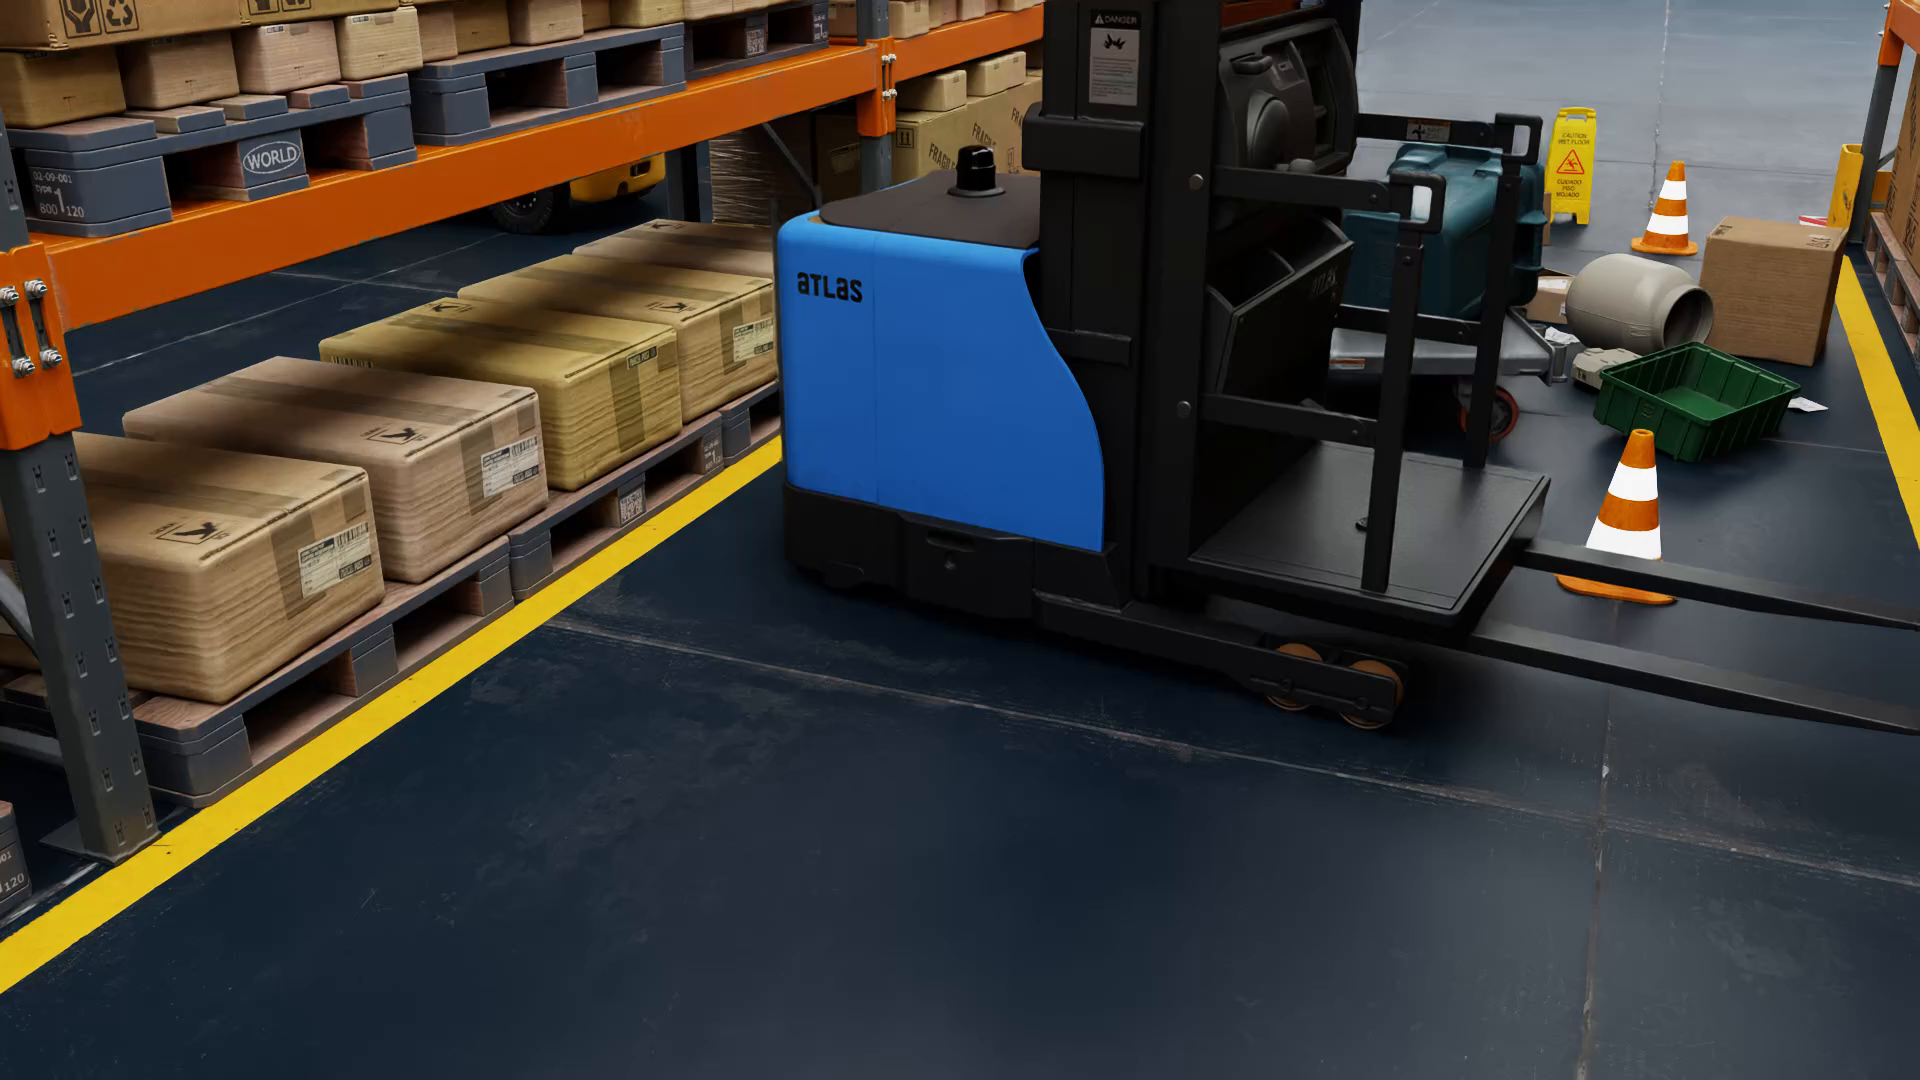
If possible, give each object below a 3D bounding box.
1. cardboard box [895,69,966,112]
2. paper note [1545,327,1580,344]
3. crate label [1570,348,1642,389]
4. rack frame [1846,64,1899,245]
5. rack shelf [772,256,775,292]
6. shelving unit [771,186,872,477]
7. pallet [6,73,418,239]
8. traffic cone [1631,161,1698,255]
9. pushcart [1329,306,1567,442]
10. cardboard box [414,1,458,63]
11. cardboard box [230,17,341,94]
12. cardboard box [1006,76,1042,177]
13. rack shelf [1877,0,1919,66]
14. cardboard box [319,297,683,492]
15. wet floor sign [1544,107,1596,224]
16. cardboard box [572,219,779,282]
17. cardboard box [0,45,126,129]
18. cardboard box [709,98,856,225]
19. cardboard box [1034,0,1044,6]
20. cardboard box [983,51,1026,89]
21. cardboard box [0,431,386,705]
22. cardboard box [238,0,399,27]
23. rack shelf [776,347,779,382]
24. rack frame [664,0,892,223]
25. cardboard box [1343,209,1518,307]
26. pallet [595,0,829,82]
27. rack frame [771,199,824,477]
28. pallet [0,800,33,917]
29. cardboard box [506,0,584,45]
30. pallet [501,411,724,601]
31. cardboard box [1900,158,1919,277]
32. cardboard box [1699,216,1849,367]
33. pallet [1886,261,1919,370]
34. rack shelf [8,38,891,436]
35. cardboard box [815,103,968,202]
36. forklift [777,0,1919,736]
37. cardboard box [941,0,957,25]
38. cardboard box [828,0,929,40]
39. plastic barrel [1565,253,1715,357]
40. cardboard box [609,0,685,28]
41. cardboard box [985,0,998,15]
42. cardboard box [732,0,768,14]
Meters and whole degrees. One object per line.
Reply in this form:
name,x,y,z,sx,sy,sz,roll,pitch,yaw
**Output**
cardboard box,-0.193,-1.986,7.320,0.380,0.149,0.250,9,24,21
paper note,2.674,-0.909,7.396,0.172,0.023,0.155,19,29,38
crate label,2.629,-0.682,6.705,0.298,0.136,0.250,-7,24,-17
rack frame,5.354,-2.966,8.458,1.000,3.000,0.127,9,24,20
rack shelf,-0.416,-0.805,5.106,0.215,0.259,0.240,12,25,26
shelving unit,-0.416,-0.553,5.212,0.215,1.050,0.252,12,25,26
pallet,-2.085,-0.957,3.899,1.213,0.211,1.003,9,24,20
traffic cone,3.839,-1.808,8.979,0.336,0.463,0.334,9,24,20
pushcart,1.371,-0.688,6.408,1.648,0.377,0.936,1,23,2
cardboard box,-1.538,-1.323,4.308,0.380,0.149,0.250,10,25,23
cardboard box,-1.677,-1.131,3.846,0.380,0.149,0.250,7,24,17
cardboard box,0.087,-2.029,8.265,0.500,0.500,0.500,10,25,23
rack shelf,4.612,-1.918,6.883,1.077,0.370,4.000,9,24,20
cardboard box,-1.478,-0.493,5.403,0.950,0.372,0.625,10,25,22
wet floor sign,3.527,-2.173,9.615,0.267,0.644,0.232,5,23,11
cardboard box,-0.957,-1.000,6.617,0.950,0.372,0.625,9,24,21
cardboard box,-1.957,-0.943,3.397,0.380,0.149,0.250,7,24,17
cardboard box,-0.794,-1.728,7.545,0.500,0.500,0.500,8,24,19
cardboard box,0.202,-2.708,8.168,0.380,0.149,0.250,9,24,20
cardboard box,0.094,-2.267,7.993,0.380,0.149,0.250,10,25,23
cardboard box,-2.031,0.043,4.121,0.950,0.372,0.625,7,24,16
cardboard box,-1.682,-1.468,3.812,0.500,0.500,0.500,10,25,23
rack shelf,-0.416,-0.543,5.216,0.215,0.259,0.240,12,25,26
rack frame,-0.765,-2.207,6.641,1.000,3.000,0.127,9,24,20
cardboard box,2.079,-1.222,7.347,0.797,0.637,0.503,9,24,20
pallet,-1.184,-1.866,6.073,1.003,0.211,1.213,9,24,20
rack frame,-0.474,-0.512,5.113,0.200,1.050,0.008,12,25,26
pallet,-2.613,0.783,3.102,1.003,0.211,1.213,9,24,20
cardboard box,-1.312,-1.514,4.765,0.380,0.149,0.250,10,25,22
pallet,-1.504,-0.203,5.463,1.003,0.211,1.213,9,24,20
cardboard box,4.839,-1.612,7.429,0.875,0.875,0.875,8,24,19
cardboard box,3.492,-1.084,7.194,0.500,0.500,0.500,13,26,29
pallet,4.675,-0.947,7.242,1.003,0.211,1.213,9,24,20
rack shelf,-1.508,-1.159,5.067,1.077,0.370,4.000,9,24,20
cardboard box,-0.295,-1.650,7.359,0.500,0.500,0.500,10,25,23
forklift,1.017,-1.117,4.122,3.031,2.935,1.130,12,26,27
cardboard box,-0.234,-2.355,7.322,0.380,0.149,0.250,9,24,20
cardboard box,-0.350,-2.158,6.850,0.380,0.149,0.250,9,24,20
plastic barrel,2.866,-0.971,7.026,0.421,0.421,0.512,-12,25,-26
cardboard box,-1.092,-1.698,5.204,0.380,0.149,0.250,9,24,20
cardboard box,-0.040,-2.538,7.761,0.380,0.149,0.250,9,24,20
cardboard box,-0.876,-1.872,5.620,0.380,0.149,0.250,8,24,19
